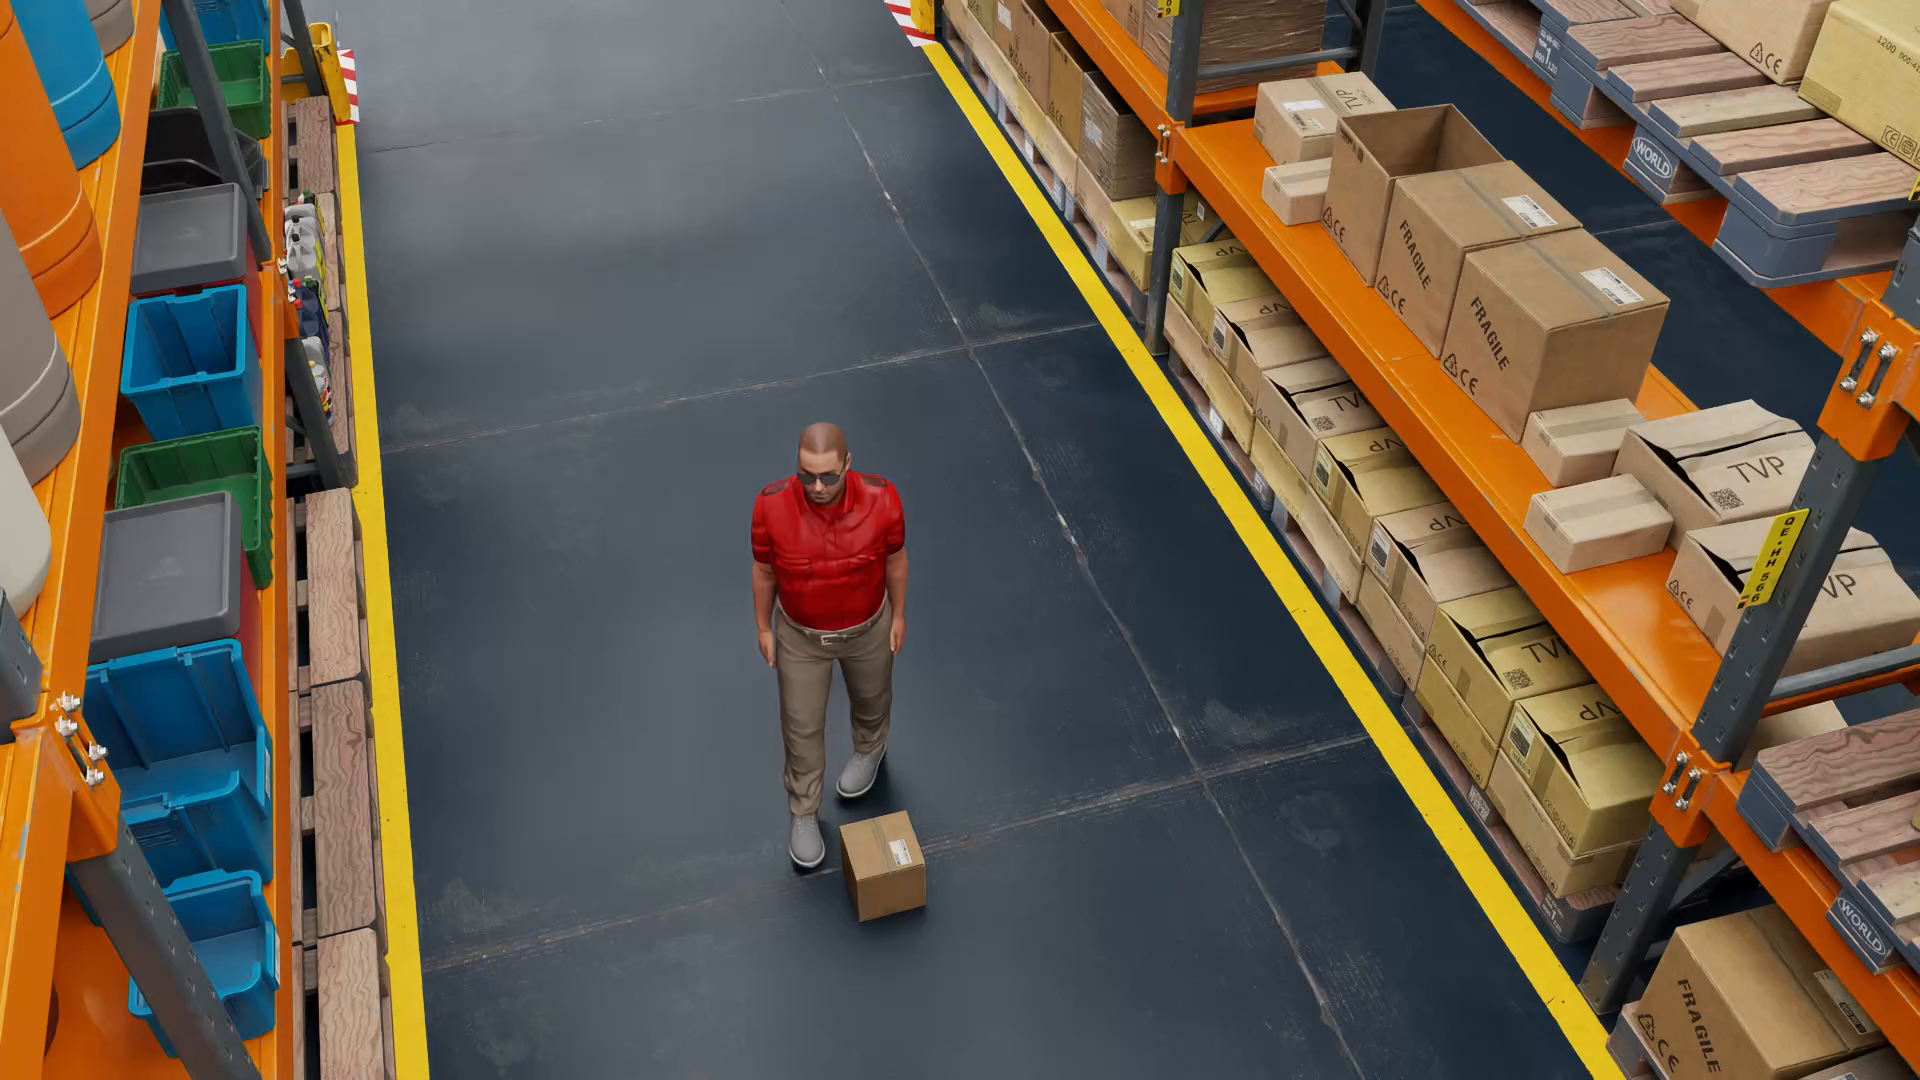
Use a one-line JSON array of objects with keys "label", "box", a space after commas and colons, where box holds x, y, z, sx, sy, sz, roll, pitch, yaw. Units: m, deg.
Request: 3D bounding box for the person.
[{"label": "person", "box": [-0.429, 0.368, 5.755, 0.541, 1.719, 0.616, -5, 42, -5]}]
